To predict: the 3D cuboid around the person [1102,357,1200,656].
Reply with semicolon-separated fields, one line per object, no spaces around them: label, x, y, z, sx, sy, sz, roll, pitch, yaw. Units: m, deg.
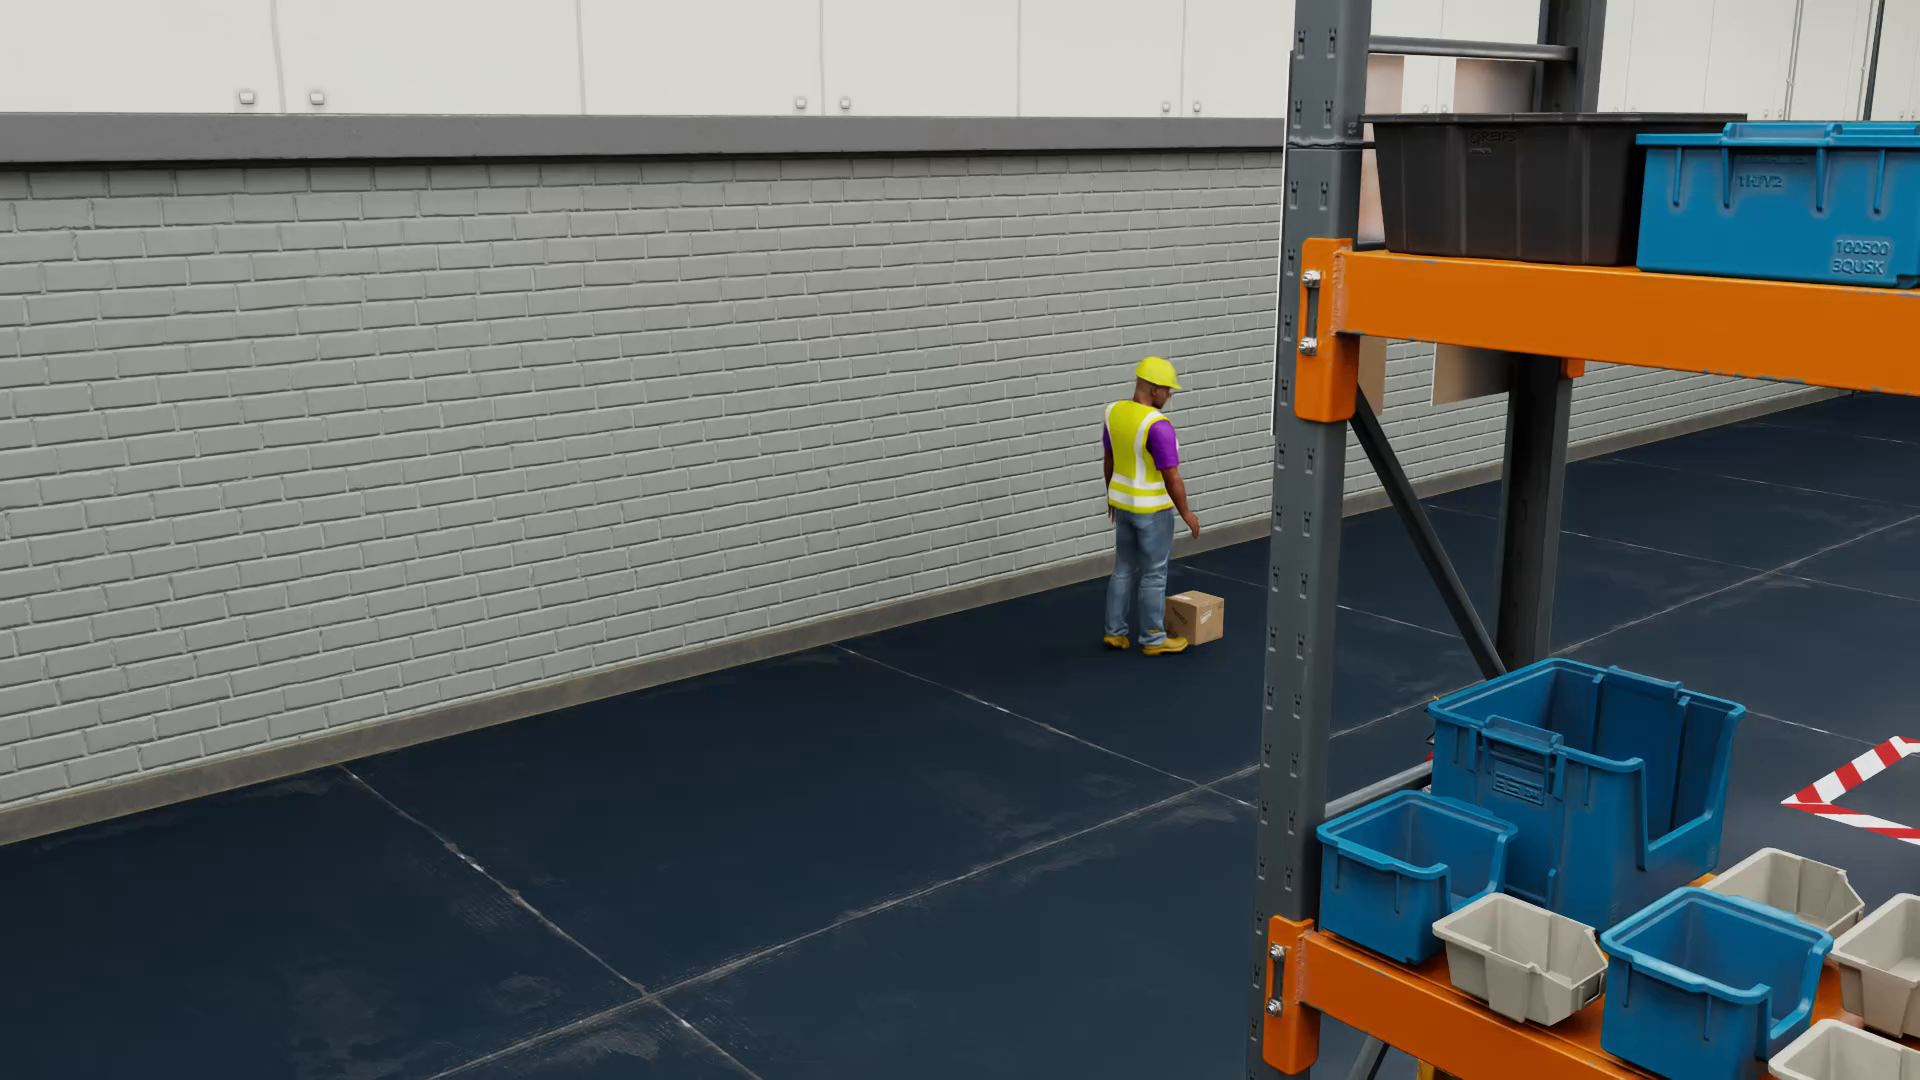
person;1.119;-0.161;9.701;0.482;1.841;0.658;-9;16;-31
